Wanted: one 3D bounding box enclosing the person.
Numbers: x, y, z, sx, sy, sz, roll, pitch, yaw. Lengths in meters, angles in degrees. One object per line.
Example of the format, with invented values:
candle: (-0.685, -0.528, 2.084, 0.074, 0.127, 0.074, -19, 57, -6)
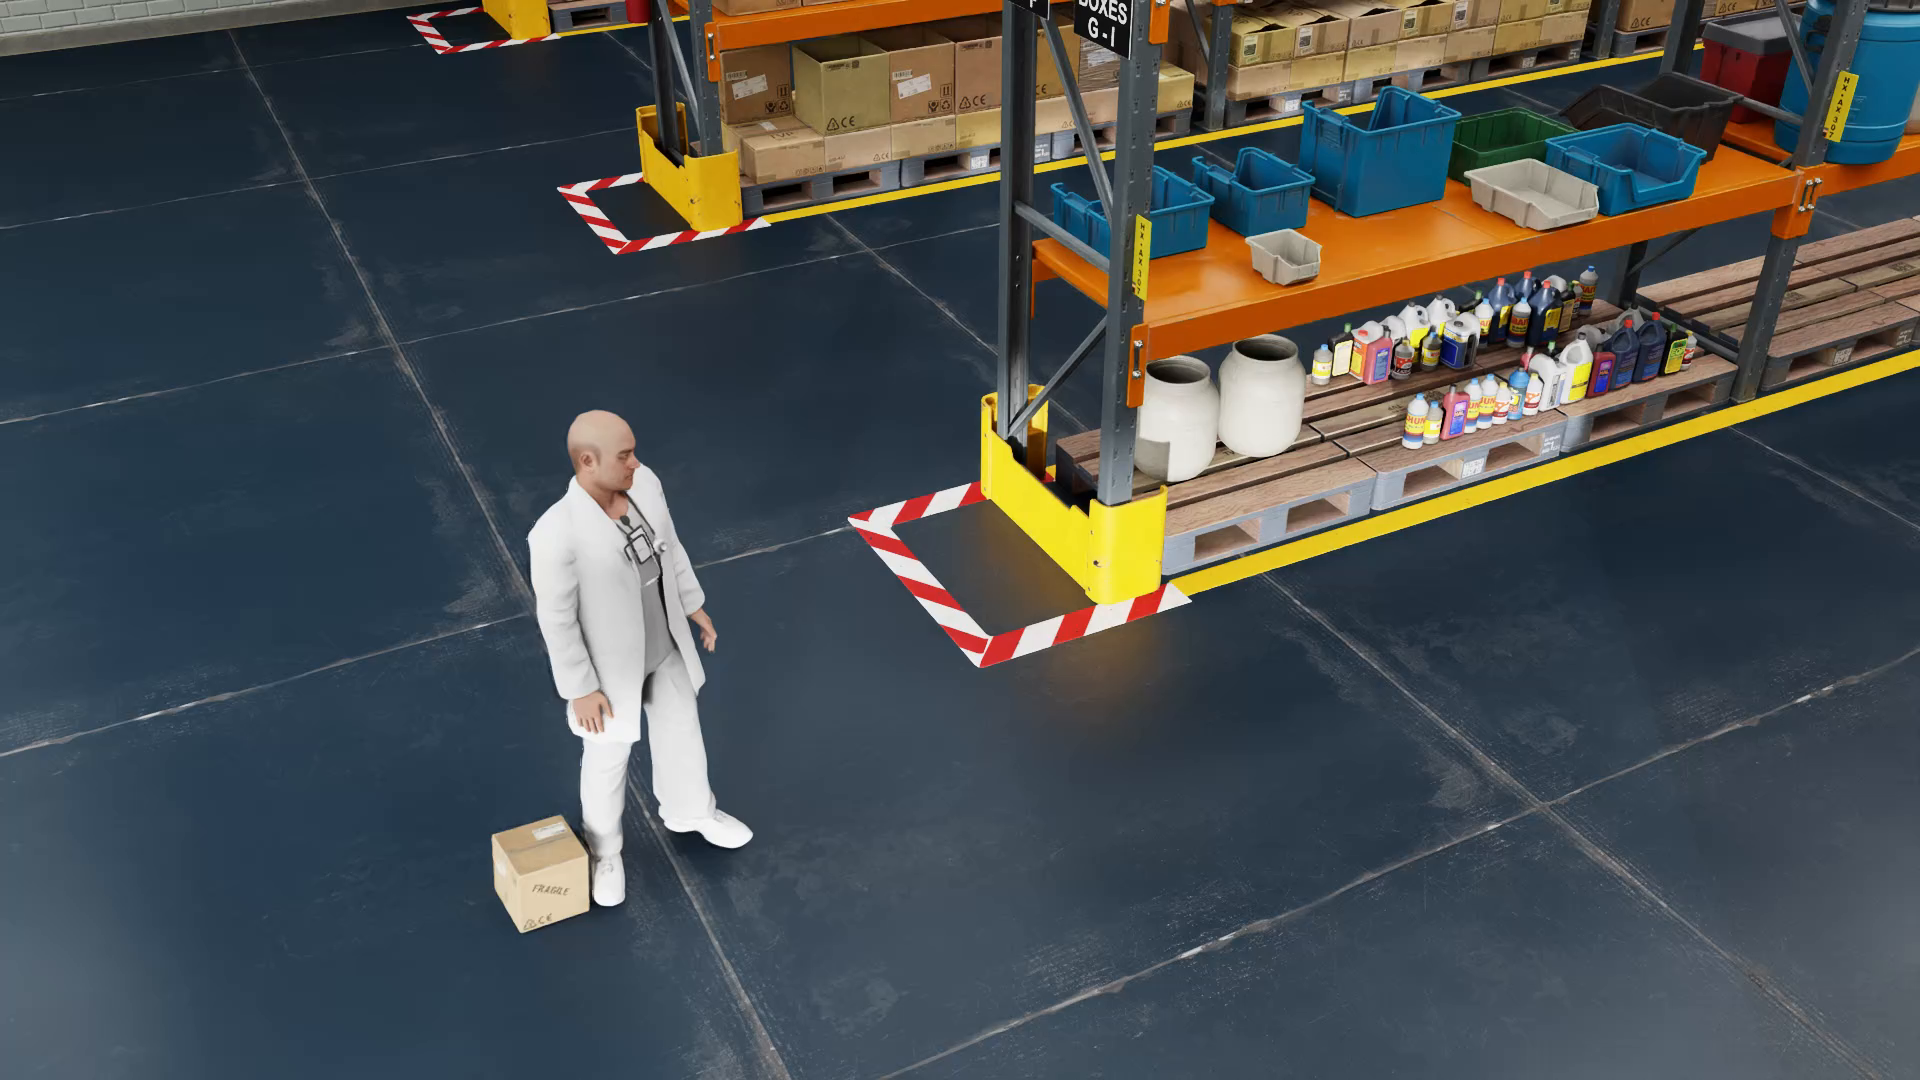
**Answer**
person: (-1.063, 0.410, 5.520, 0.507, 1.717, 0.649, 20, 38, 28)
